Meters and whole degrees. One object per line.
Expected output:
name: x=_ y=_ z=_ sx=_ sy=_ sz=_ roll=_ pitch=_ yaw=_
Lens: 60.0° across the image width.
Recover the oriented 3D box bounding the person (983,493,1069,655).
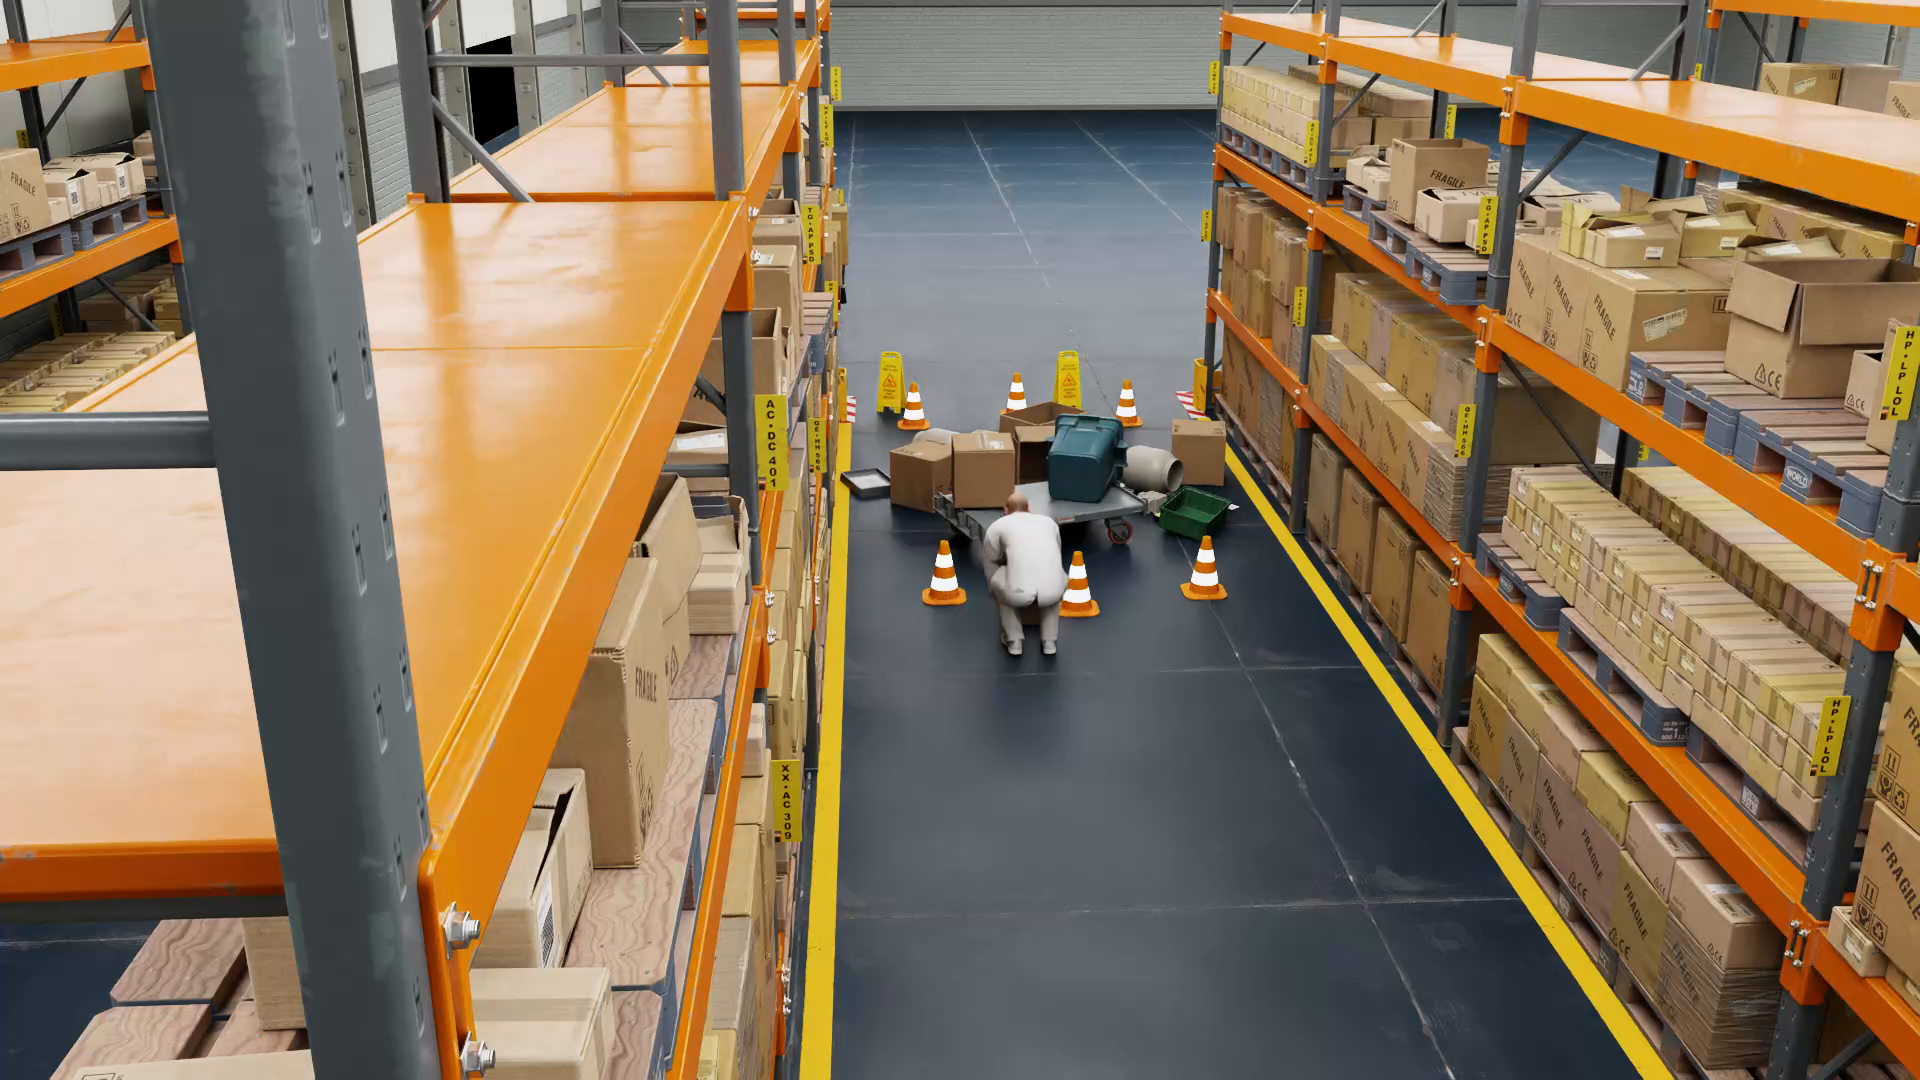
person: x=0.480 y=0.251 z=12.010 sx=0.612 sy=1.024 sz=0.895 roll=-1 pitch=20 yaw=-3
